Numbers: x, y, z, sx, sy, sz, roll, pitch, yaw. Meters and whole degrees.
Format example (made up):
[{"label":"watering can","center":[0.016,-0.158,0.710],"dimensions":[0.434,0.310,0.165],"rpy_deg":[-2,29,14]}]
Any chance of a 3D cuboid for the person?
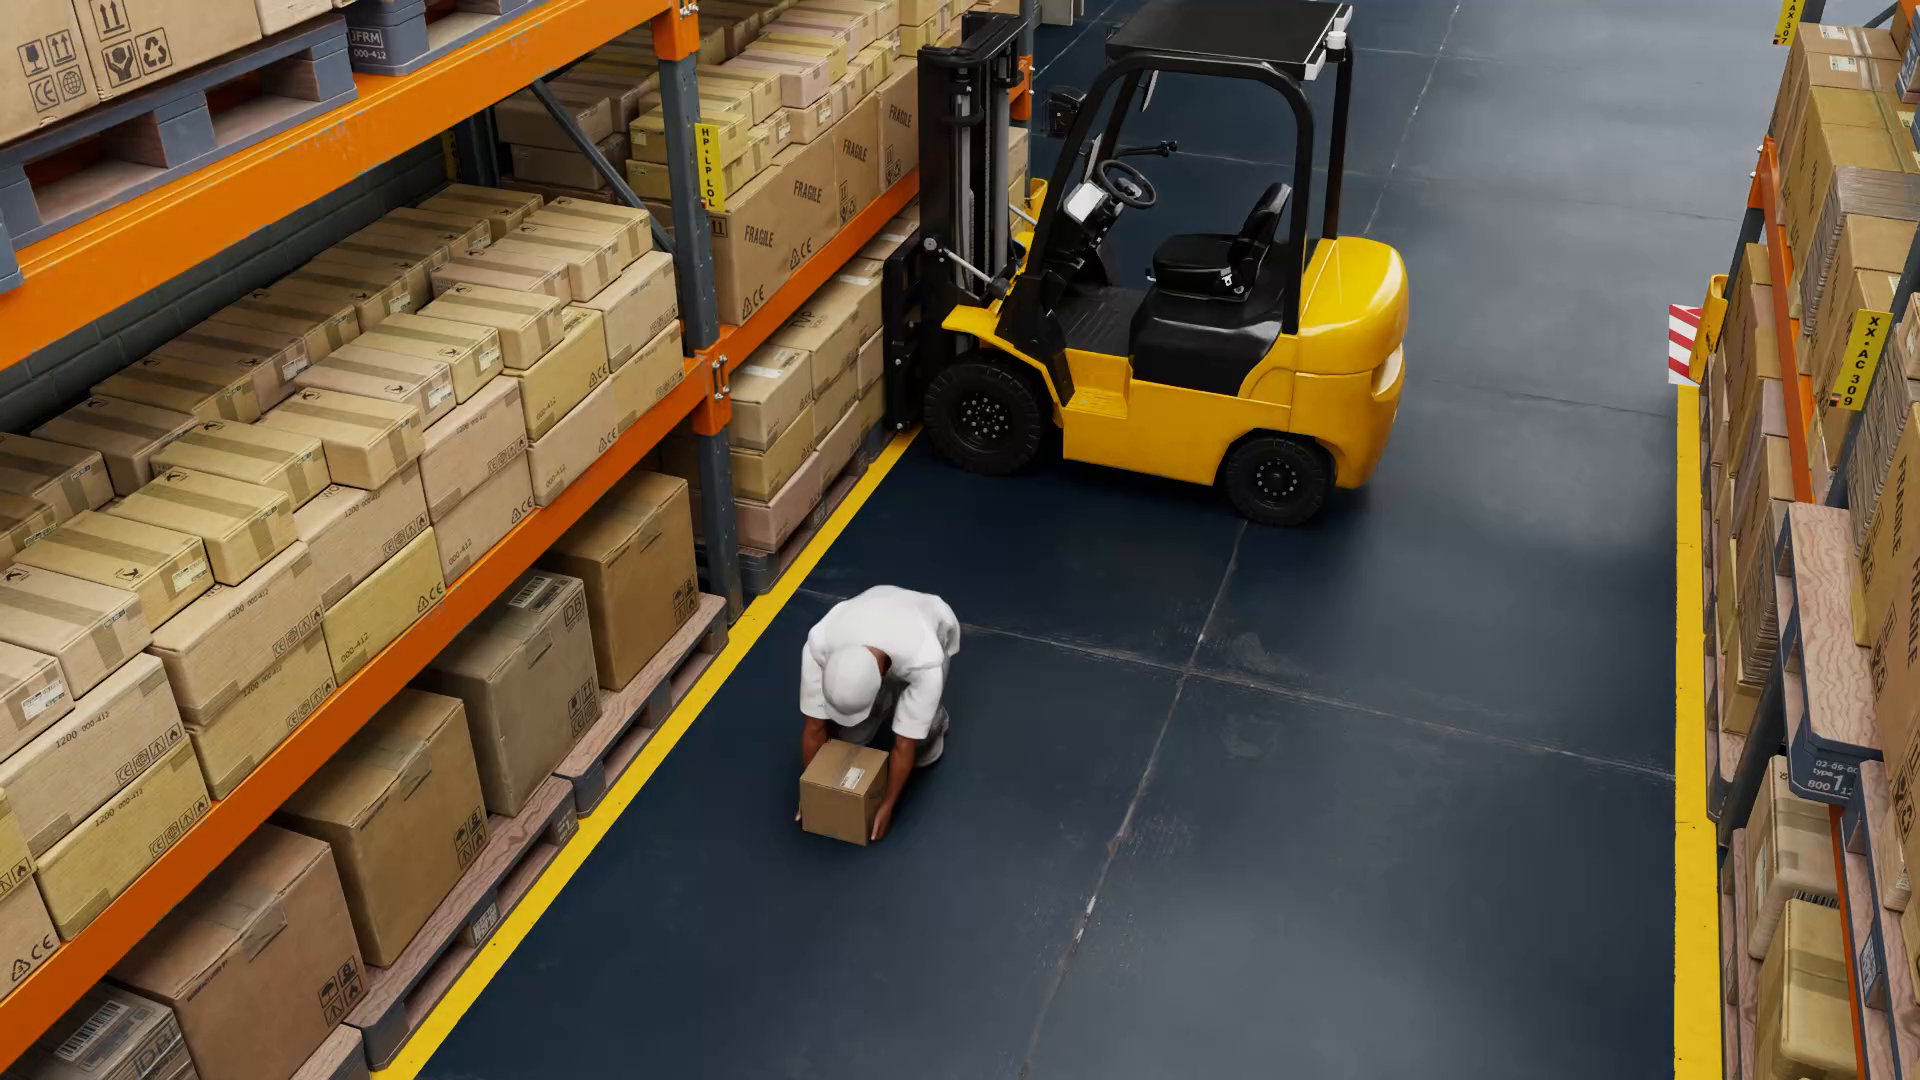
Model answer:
[{"label":"person","center":[-0.307,0.452,6.105],"dimensions":[0.499,1.018,0.977],"rpy_deg":[10,35,16]}]
